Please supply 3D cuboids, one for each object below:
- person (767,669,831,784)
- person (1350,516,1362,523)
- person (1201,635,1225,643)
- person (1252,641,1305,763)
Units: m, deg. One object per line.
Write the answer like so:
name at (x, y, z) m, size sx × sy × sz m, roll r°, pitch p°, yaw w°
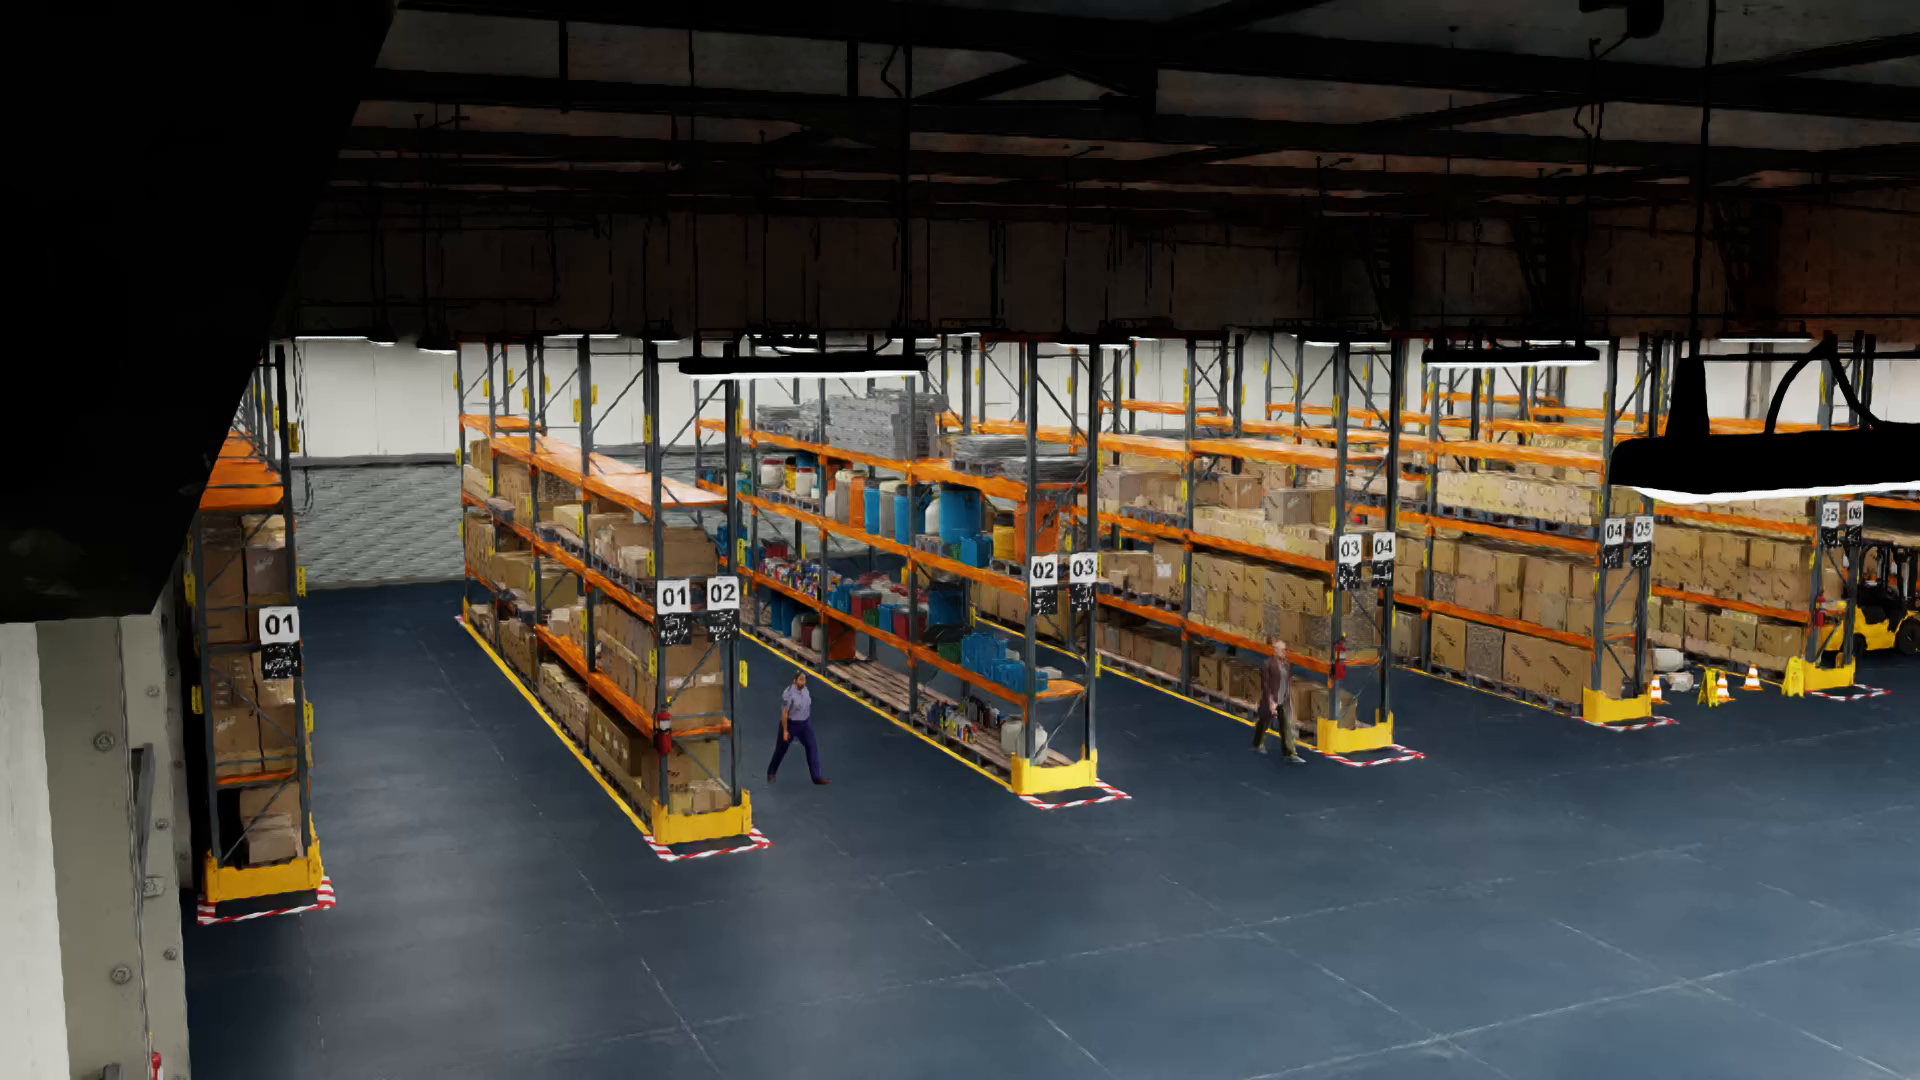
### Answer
person at (-2.227, 2.521, 22.521) m, size 0.942 × 1.598 × 0.518 m, roll 7°, pitch 10°, yaw 42°
person at (8.979, 0.345, 37.748) m, size 0.550 × 1.787 × 0.628 m, roll -1°, pitch 8°, yaw -6°
person at (4.989, 1.139, 32.392) m, size 0.551 × 1.653 × 0.573 m, roll 0°, pitch 8°, yaw 3°
person at (4.536, 2.274, 23.678) m, size 0.588 × 1.708 × 1.128 m, roll -3°, pitch 8°, yaw -20°
